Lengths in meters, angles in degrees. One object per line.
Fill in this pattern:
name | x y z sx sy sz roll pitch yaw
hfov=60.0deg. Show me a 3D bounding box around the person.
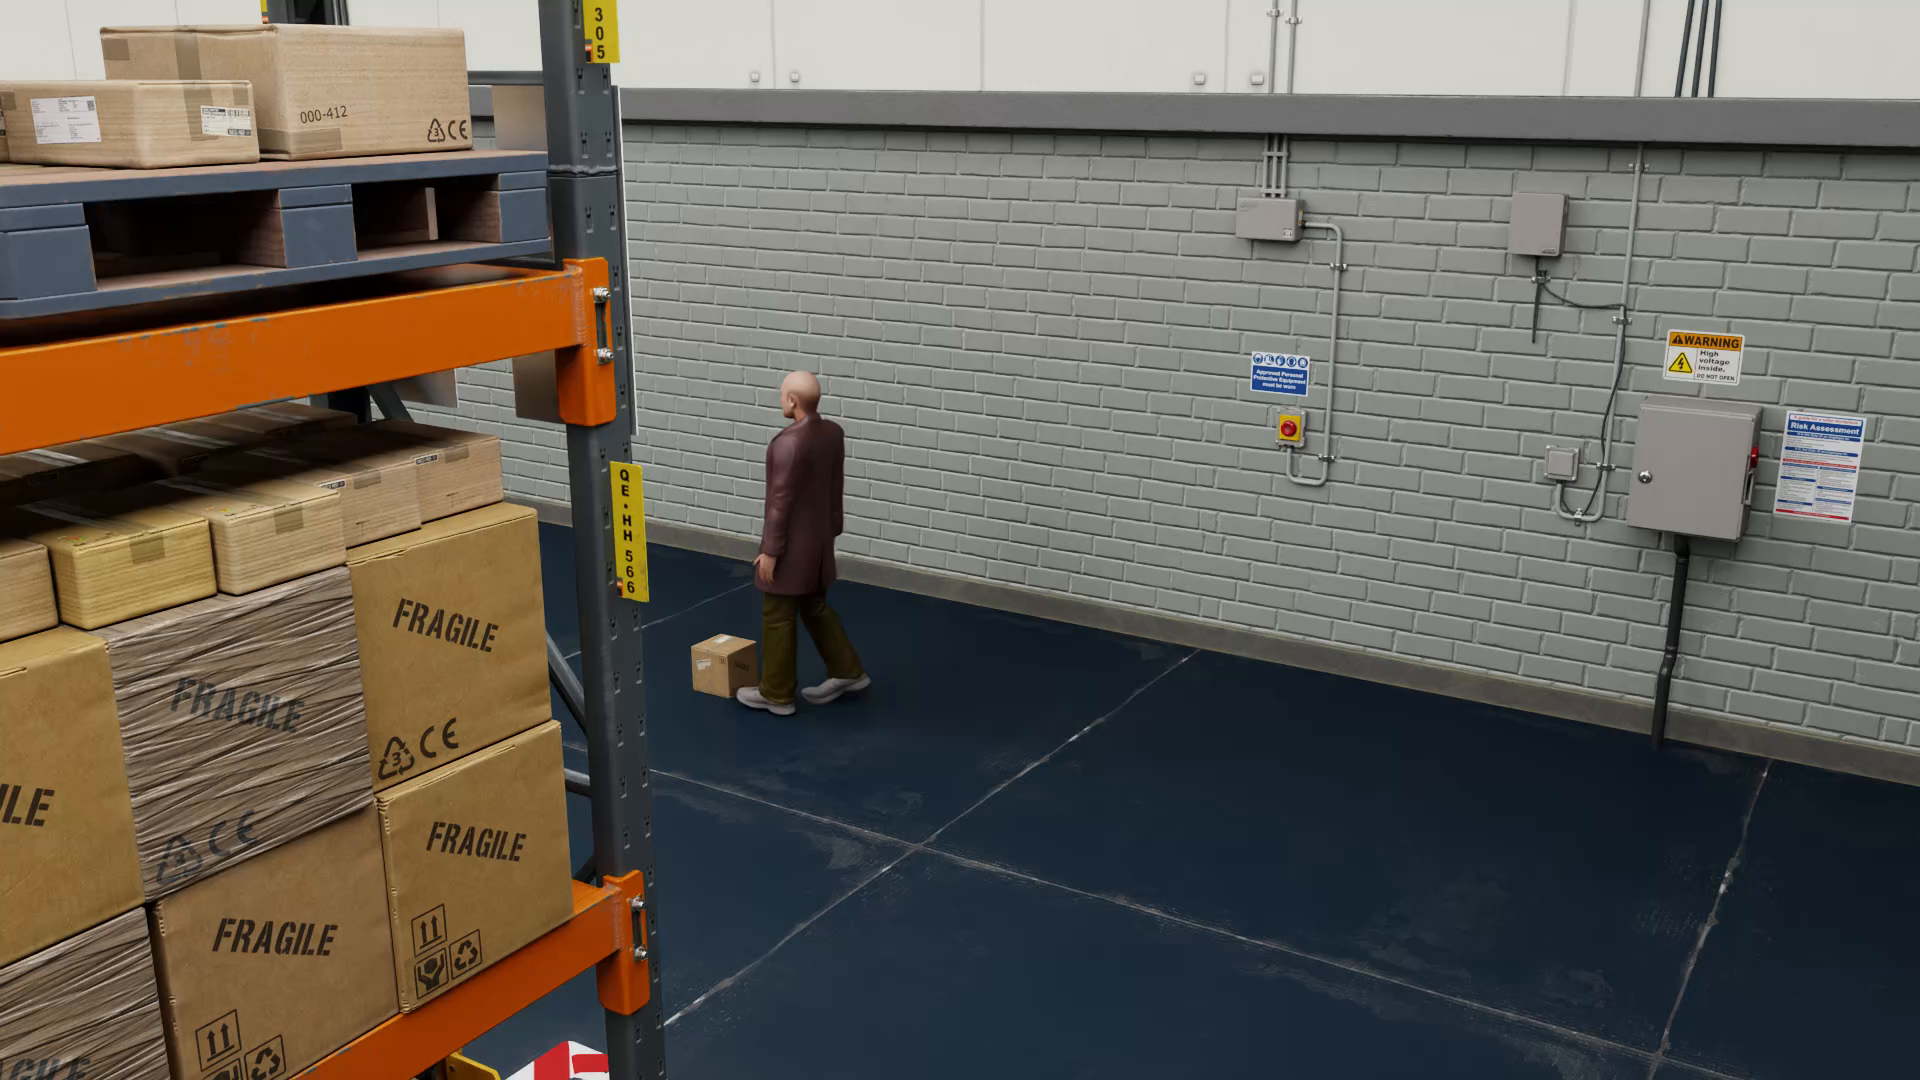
person | -0.859 0.016 8.492 0.617 1.788 0.619 8 18 26
